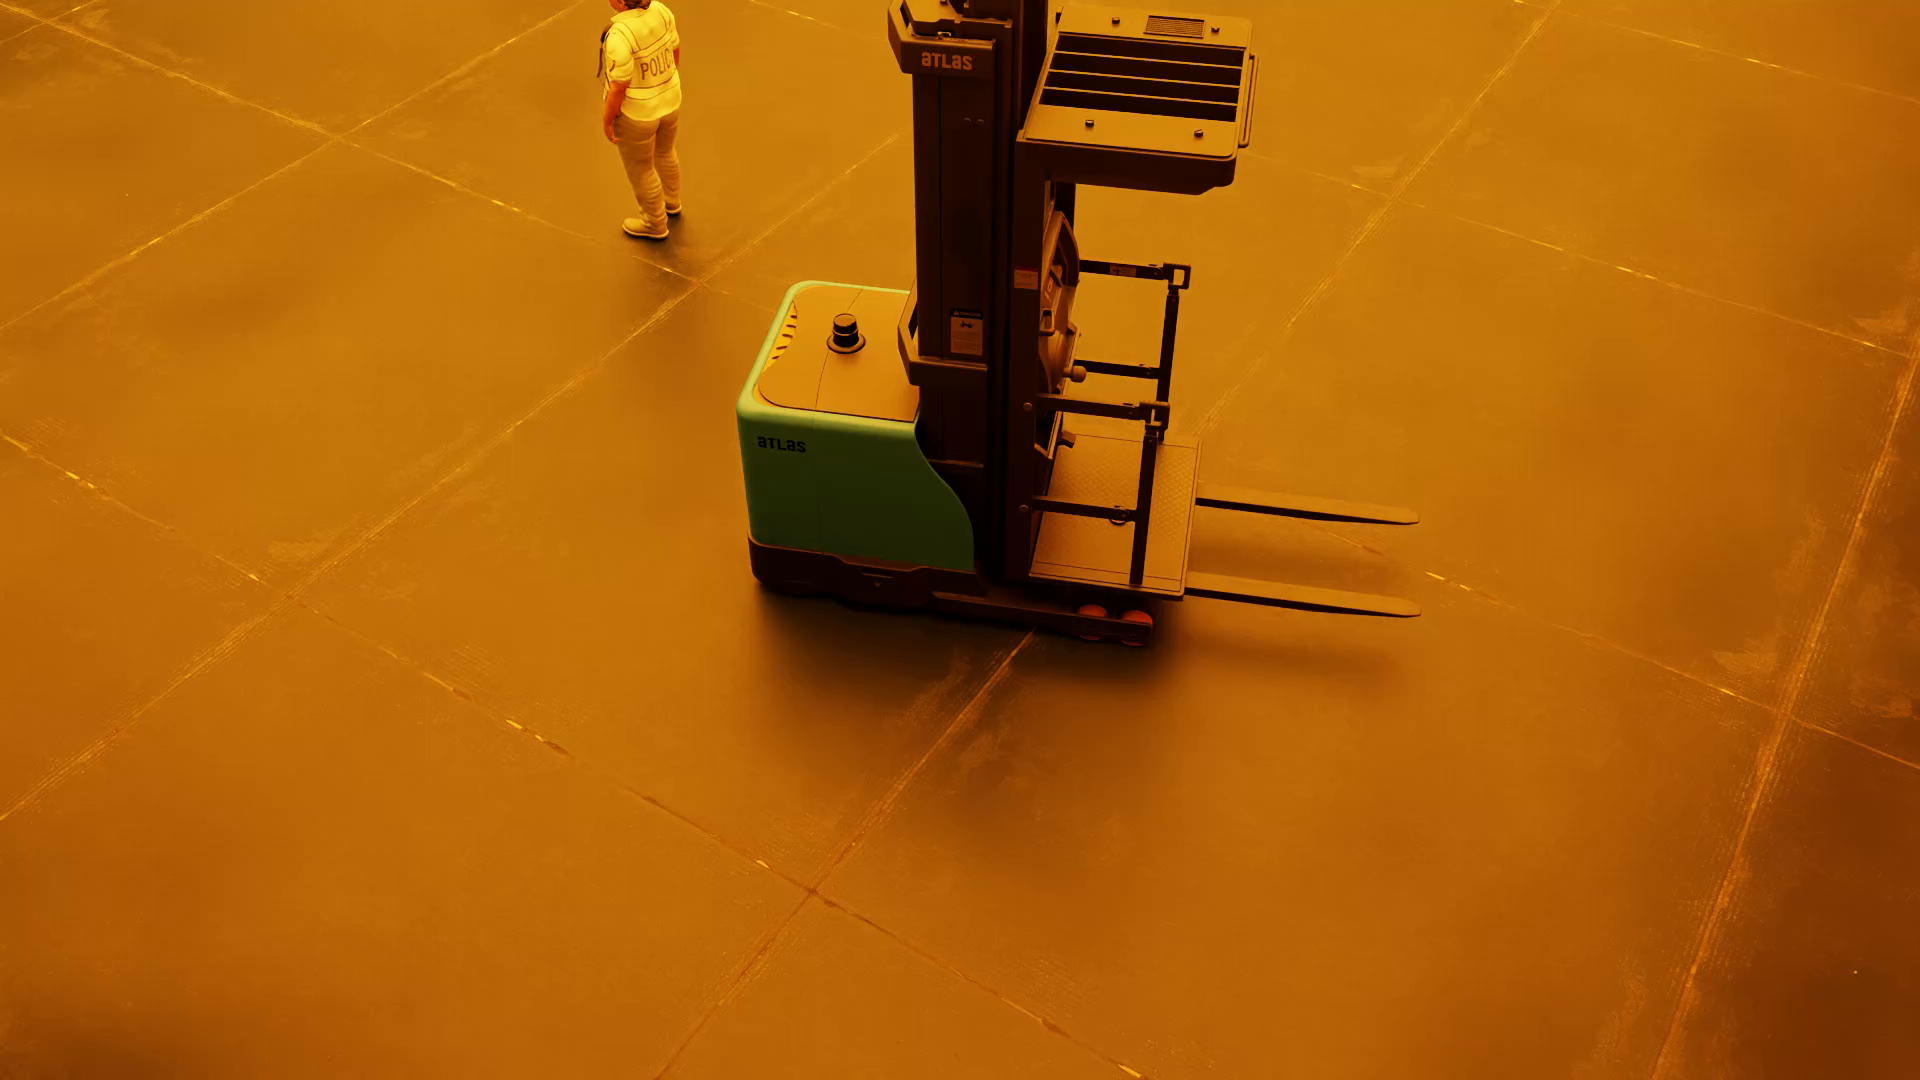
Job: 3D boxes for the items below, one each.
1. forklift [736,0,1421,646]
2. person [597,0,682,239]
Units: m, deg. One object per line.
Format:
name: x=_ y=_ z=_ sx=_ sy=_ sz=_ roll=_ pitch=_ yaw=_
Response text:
forklift: x=0.598 y=-0.987 z=6.890 sx=3.031 sy=2.935 sz=1.130 roll=7 pitch=44 yaw=8
person: x=-1.830 y=-2.469 z=9.361 sx=0.529 sy=1.670 sz=0.598 roll=24 pitch=48 yaw=23
